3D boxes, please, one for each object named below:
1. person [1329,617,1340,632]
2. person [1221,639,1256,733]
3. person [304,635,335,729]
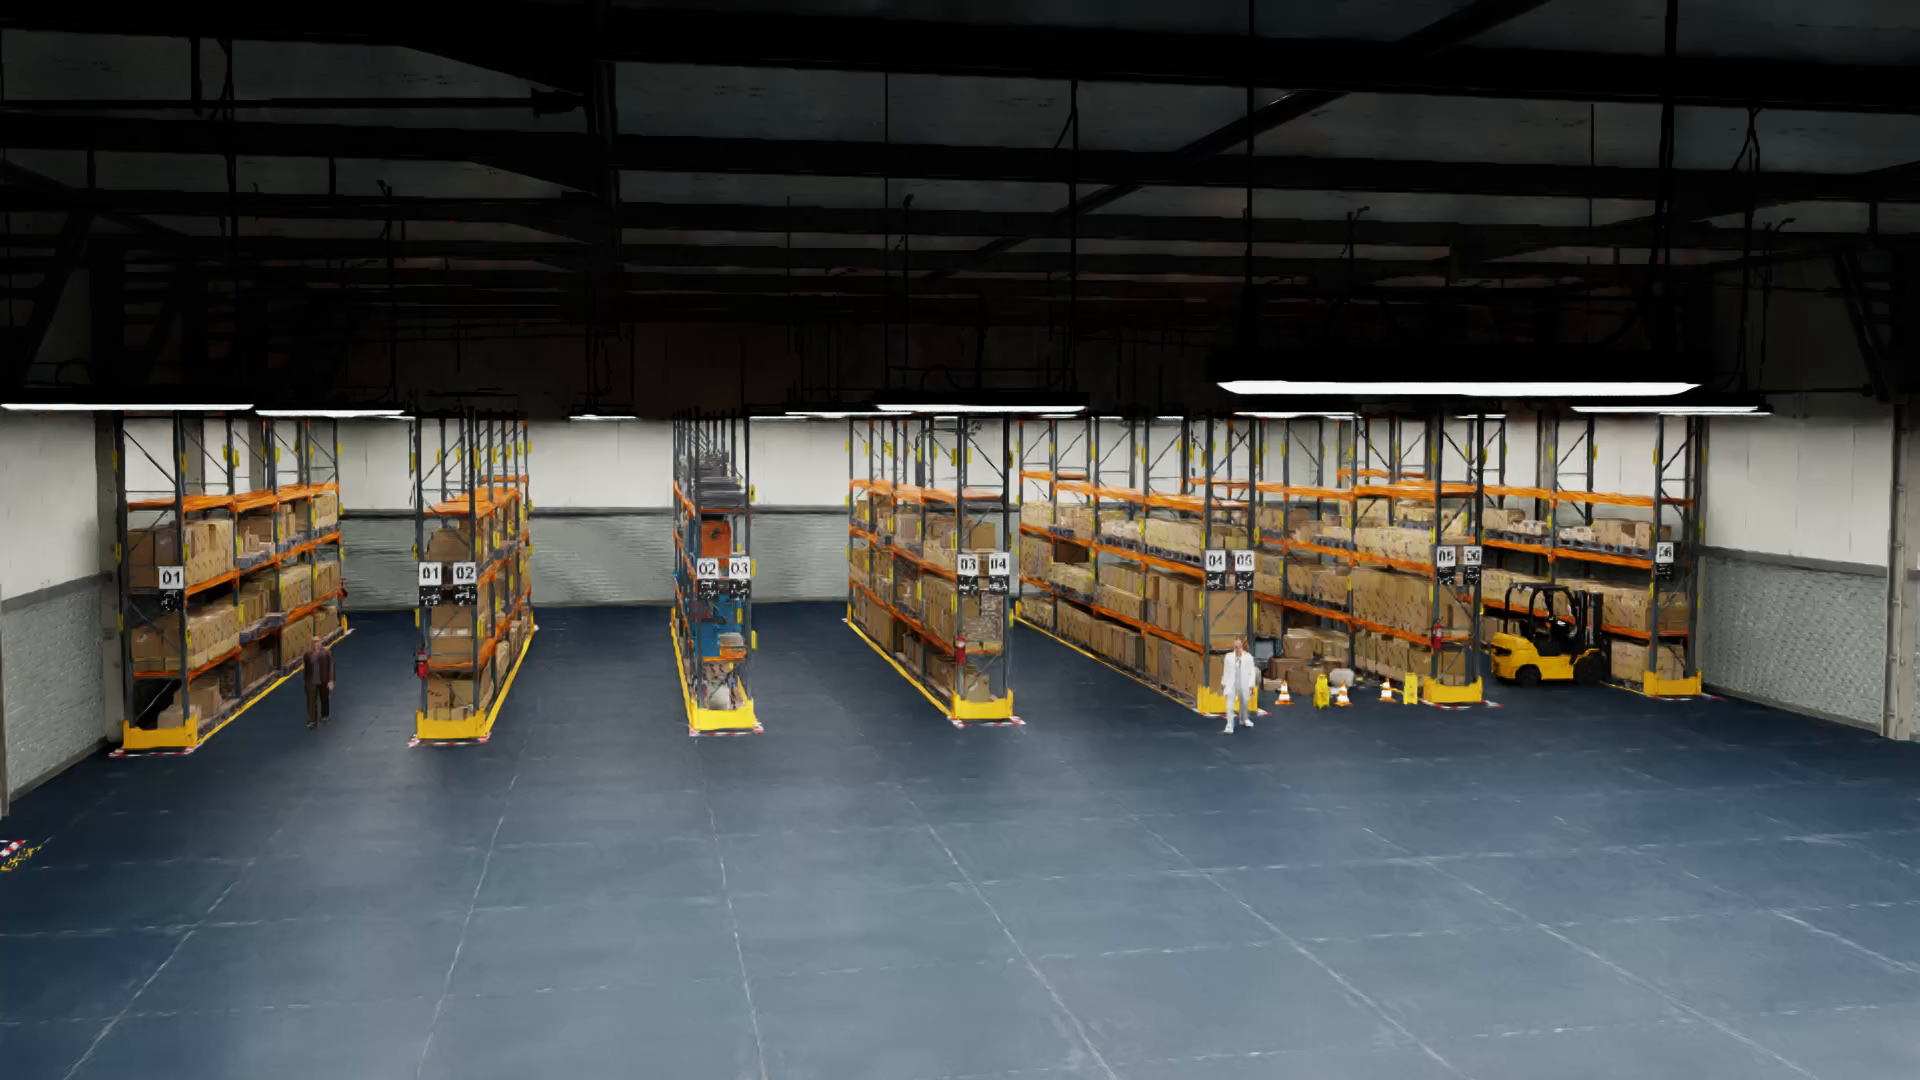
[{"bbox_3d":[9.919,1.767,44.291,0.450,1.597,0.465,1,4,19],"label":"person"},{"bbox_3d":[5.150,2.678,30.758,0.635,1.723,1.036,1,4,10],"label":"person"},{"bbox_3d":[-12.017,2.640,31.171,0.603,1.724,1.111,-1,4,-12],"label":"person"}]
